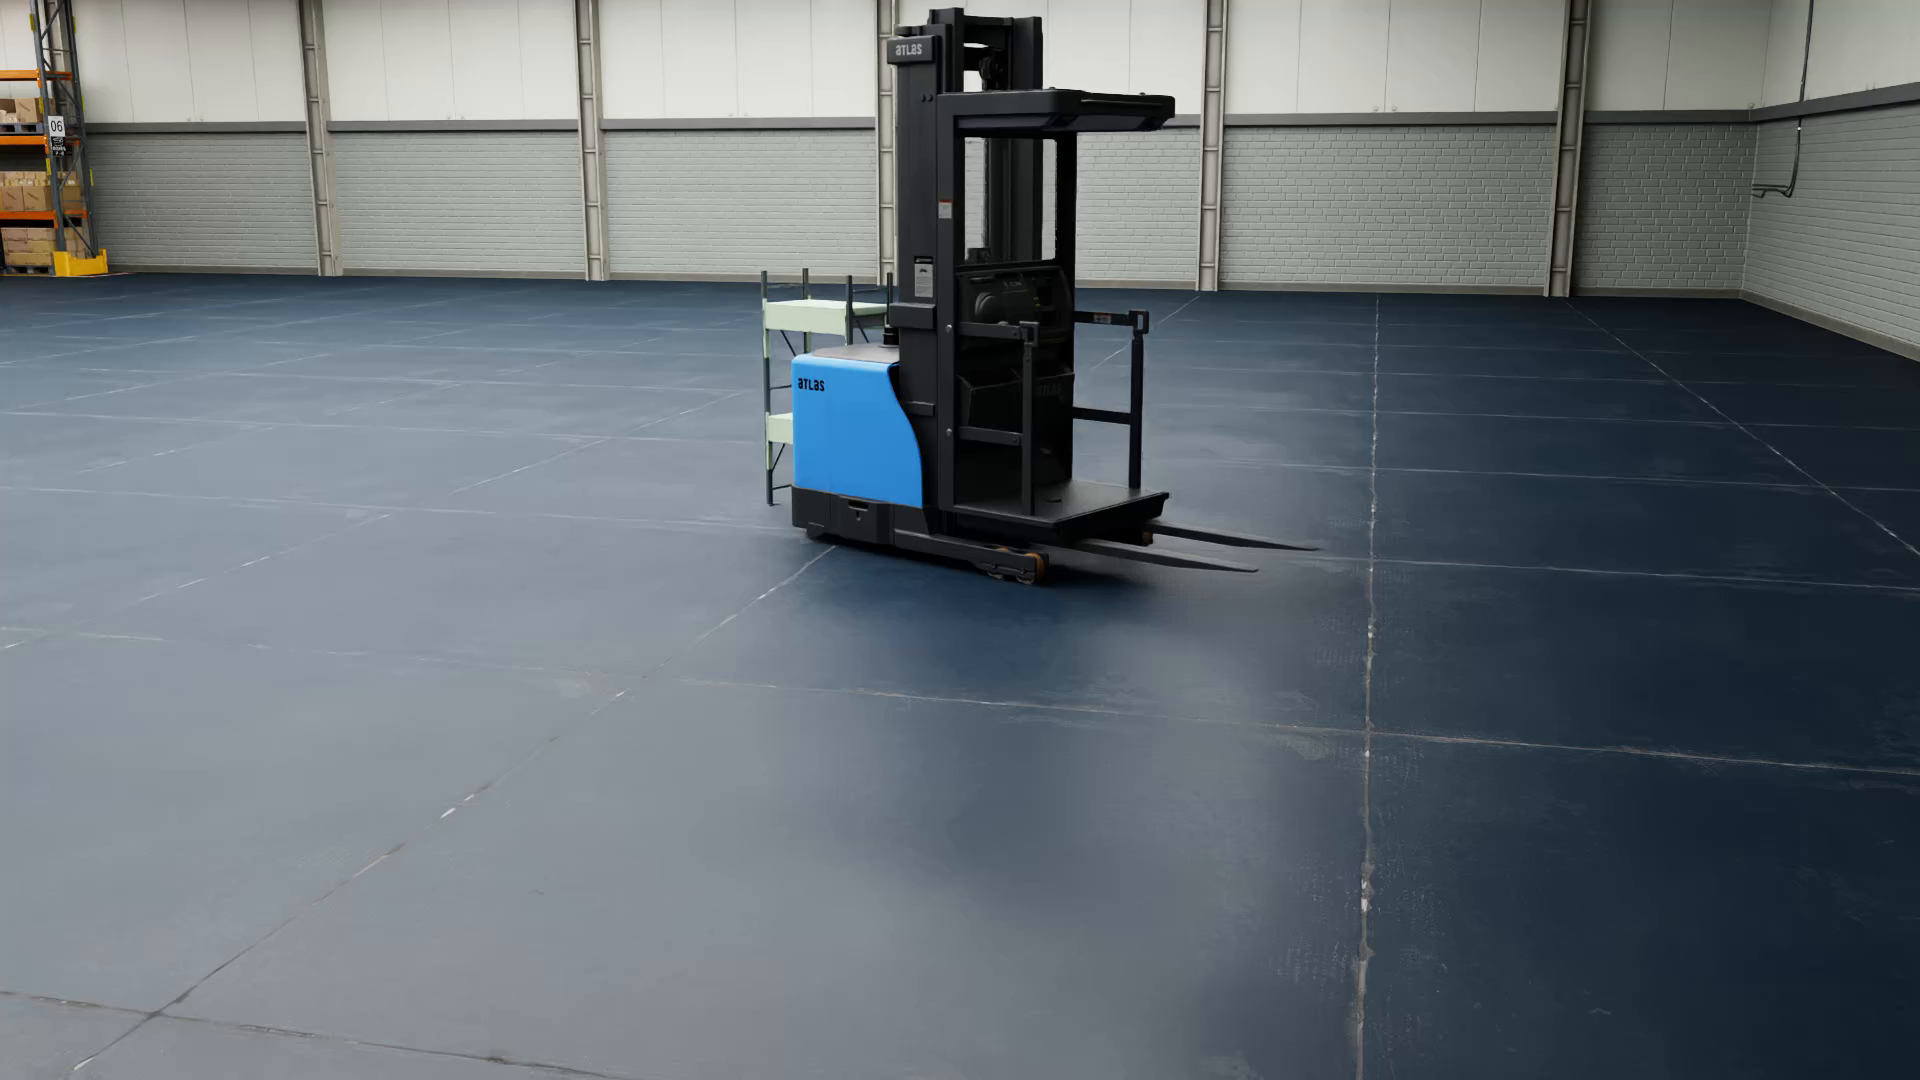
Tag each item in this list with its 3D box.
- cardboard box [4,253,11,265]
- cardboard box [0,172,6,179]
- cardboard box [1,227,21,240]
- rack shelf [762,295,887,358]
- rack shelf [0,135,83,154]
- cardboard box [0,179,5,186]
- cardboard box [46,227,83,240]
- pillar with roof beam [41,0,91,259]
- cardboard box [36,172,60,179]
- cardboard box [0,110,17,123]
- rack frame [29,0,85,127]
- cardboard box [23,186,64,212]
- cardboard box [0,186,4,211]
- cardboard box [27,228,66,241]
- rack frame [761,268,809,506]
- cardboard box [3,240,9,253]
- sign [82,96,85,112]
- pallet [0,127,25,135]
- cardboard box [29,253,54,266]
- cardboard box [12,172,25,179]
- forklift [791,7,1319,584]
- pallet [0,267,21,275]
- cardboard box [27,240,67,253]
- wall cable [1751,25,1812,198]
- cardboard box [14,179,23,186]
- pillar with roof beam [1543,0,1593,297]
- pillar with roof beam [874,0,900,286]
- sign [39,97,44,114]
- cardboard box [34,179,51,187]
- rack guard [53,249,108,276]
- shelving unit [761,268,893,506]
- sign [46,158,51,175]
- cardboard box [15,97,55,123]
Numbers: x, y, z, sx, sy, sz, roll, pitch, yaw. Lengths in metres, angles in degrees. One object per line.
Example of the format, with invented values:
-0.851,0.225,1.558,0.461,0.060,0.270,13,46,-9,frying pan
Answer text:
-19.855,-5.890,34.735,0.500,0.250,0.500,3,13,14,cardboard box
-19.768,-7.532,34.340,0.250,0.149,0.380,3,13,15,cardboard box
-19.871,-6.372,34.600,0.500,0.250,0.500,3,13,14,cardboard box
-0.830,-1.317,10.405,0.720,0.370,0.431,10,16,39,rack shelf
-20.301,-8.231,34.642,4.000,0.370,1.077,3,13,14,rack shelf
-19.764,-7.391,34.392,0.250,0.149,0.380,3,13,12,cardboard box
-18.781,-6.429,34.857,0.500,0.250,0.500,3,13,13,cardboard box
-19.851,-9.263,30.708,0.400,9.000,9.100,3,13,14,pillar with roof beam
-18.758,-7.499,34.192,0.250,0.149,0.380,3,13,14,cardboard box
-19.483,-8.659,34.020,0.258,0.266,0.396,3,13,14,cardboard box
-18.359,-9.942,33.771,0.127,3.000,1.000,3,13,14,rack frame
-18.900,-7.033,34.276,0.500,0.500,0.500,3,13,12,cardboard box
-19.899,-7.088,34.526,0.500,0.500,0.500,3,13,12,cardboard box
-18.881,-6.323,34.377,0.500,0.250,0.500,4,13,15,cardboard box
-1.112,-0.987,10.718,0.023,1.500,0.400,10,16,39,rack frame
-19.897,-6.131,34.665,0.500,0.250,0.500,3,13,12,cardboard box
-18.221,-9.060,34.518,0.005,0.325,0.100,3,13,14,sign
-20.228,-8.540,34.579,1.213,0.211,1.003,3,13,14,pallet
-18.891,-5.834,34.484,0.500,0.250,0.500,3,13,14,cardboard box
-19.265,-7.513,34.256,0.250,0.149,0.380,3,13,15,cardboard box
0.466,-1.328,8.951,3.031,2.935,1.130,10,16,39,forklift
-20.293,-5.747,35.150,1.213,0.211,1.003,3,13,14,pallet
-18.907,-6.080,34.437,0.500,0.250,0.500,3,13,13,cardboard box
12.850,-6.664,26.165,0.112,2.526,3.097,3,13,14,wall cable
-19.256,-7.372,34.306,0.250,0.149,0.380,3,13,15,cardboard box
9.275,-7.706,23.691,0.400,9.000,9.100,3,13,14,pillar with roof beam
-2.375,-8.329,26.498,0.400,9.000,9.100,3,13,14,pillar with roof beam
-18.503,-8.758,33.498,0.005,0.325,0.100,3,13,14,sign
-18.763,-7.338,34.156,0.250,0.149,0.380,3,13,14,cardboard box
-18.336,-5.792,34.686,0.348,0.500,1.175,3,13,14,rack guard
-0.830,-0.936,10.490,0.755,1.500,0.431,10,16,39,shelving unit
-18.503,-7.581,33.759,0.005,0.325,0.100,3,13,14,sign
-18.848,-8.752,33.902,0.500,0.500,0.500,3,13,15,cardboard box
